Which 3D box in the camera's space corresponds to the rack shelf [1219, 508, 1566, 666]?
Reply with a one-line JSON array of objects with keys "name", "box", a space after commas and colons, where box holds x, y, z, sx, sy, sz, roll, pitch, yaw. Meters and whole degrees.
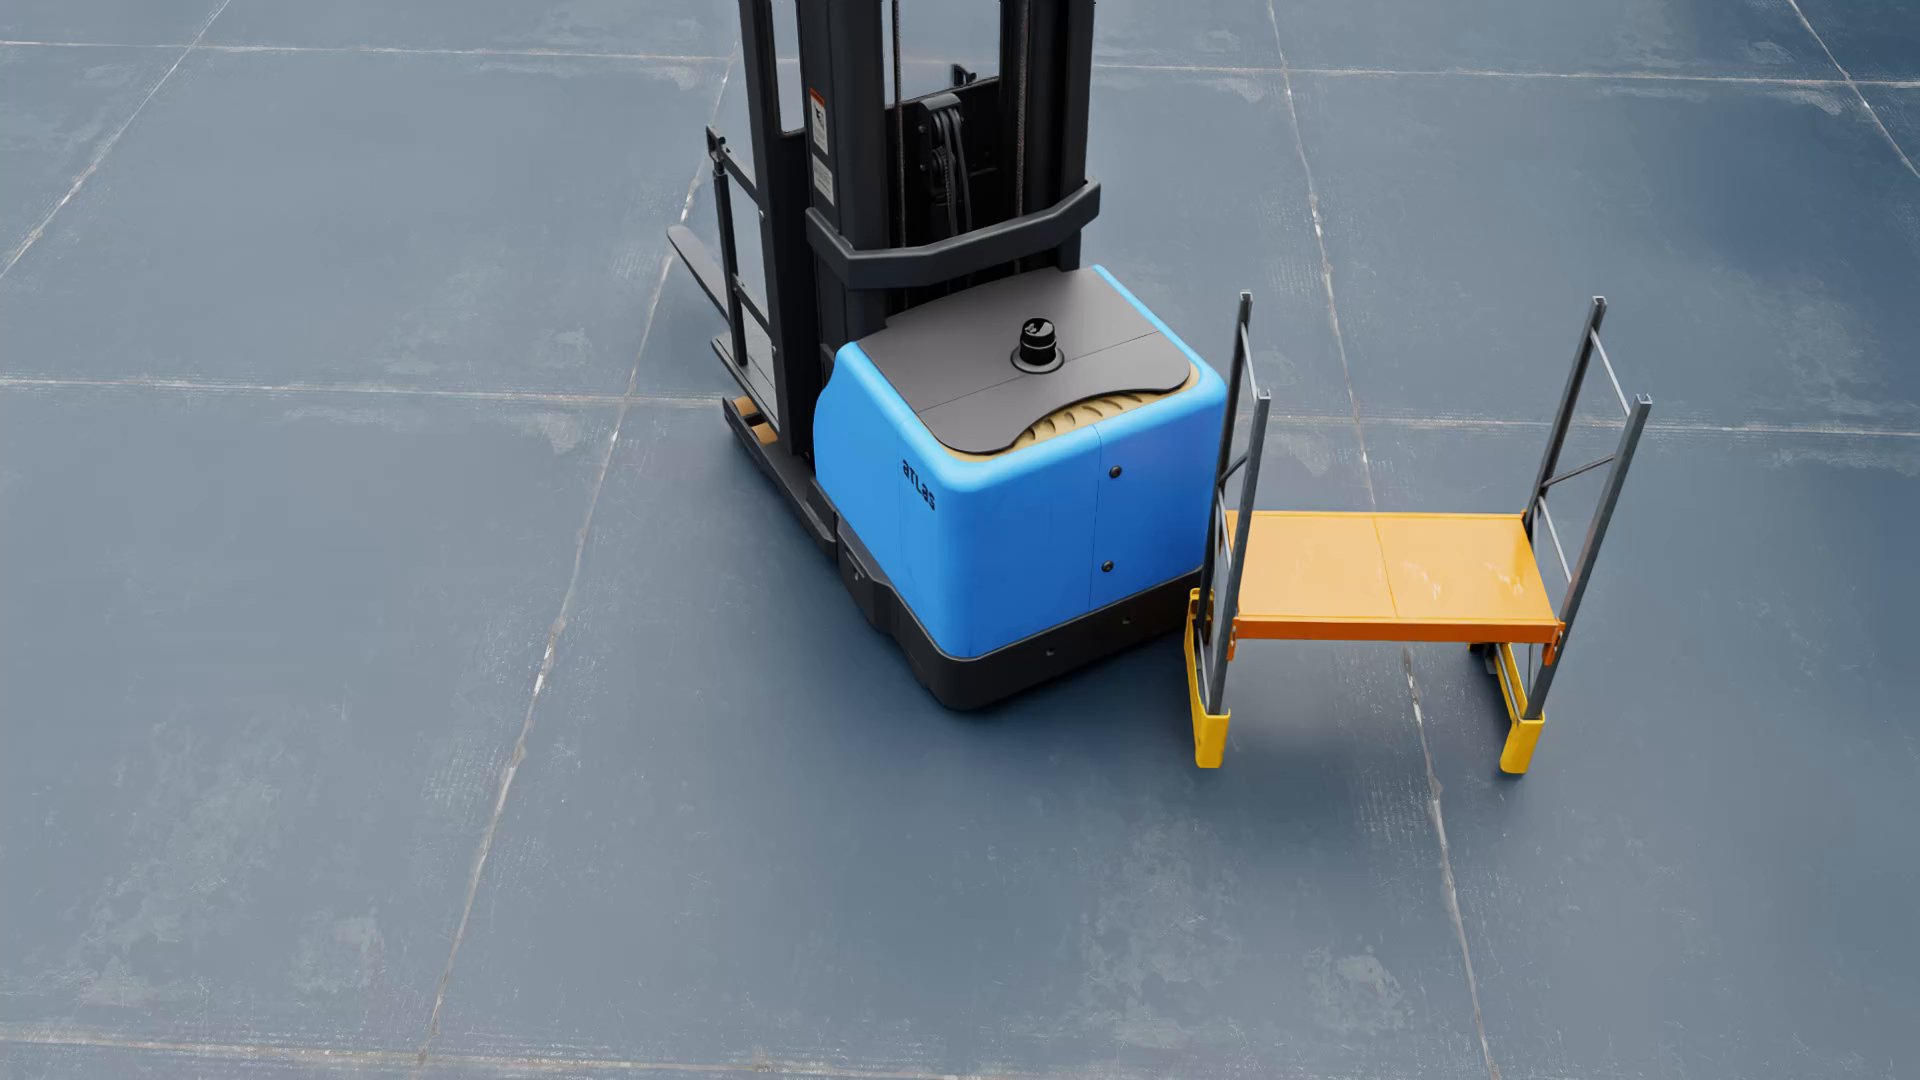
[{"name": "rack shelf", "box": [1.331, 0.139, 5.265, 1.000, 0.185, 0.538, 1, 43, 1]}]

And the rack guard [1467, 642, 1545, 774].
[{"name": "rack guard", "box": [1.820, 0.471, 5.561, 0.087, 0.250, 0.587, 1, 43, 1]}]

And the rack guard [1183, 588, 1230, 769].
[{"name": "rack guard", "box": [0.824, 0.457, 5.576, 0.087, 0.250, 0.587, 1, 43, 1]}]

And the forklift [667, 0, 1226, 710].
[{"name": "forklift", "box": [-0.289, -1.504, 5.714, 1.130, 2.935, 3.031, -20, 47, -20]}]

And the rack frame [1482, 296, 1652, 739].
[{"name": "rack frame", "box": [1.839, 0.014, 5.135, 0.032, 1.500, 0.500, 1, 43, 1]}]

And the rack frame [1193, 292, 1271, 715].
[{"name": "rack frame", "box": [0.823, 0.000, 5.150, 0.032, 1.500, 0.500, 1, 43, 1]}]

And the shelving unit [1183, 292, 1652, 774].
[{"name": "shelving unit", "box": [1.322, 0.007, 5.142, 1.083, 1.500, 0.587, 1, 43, 1]}]
